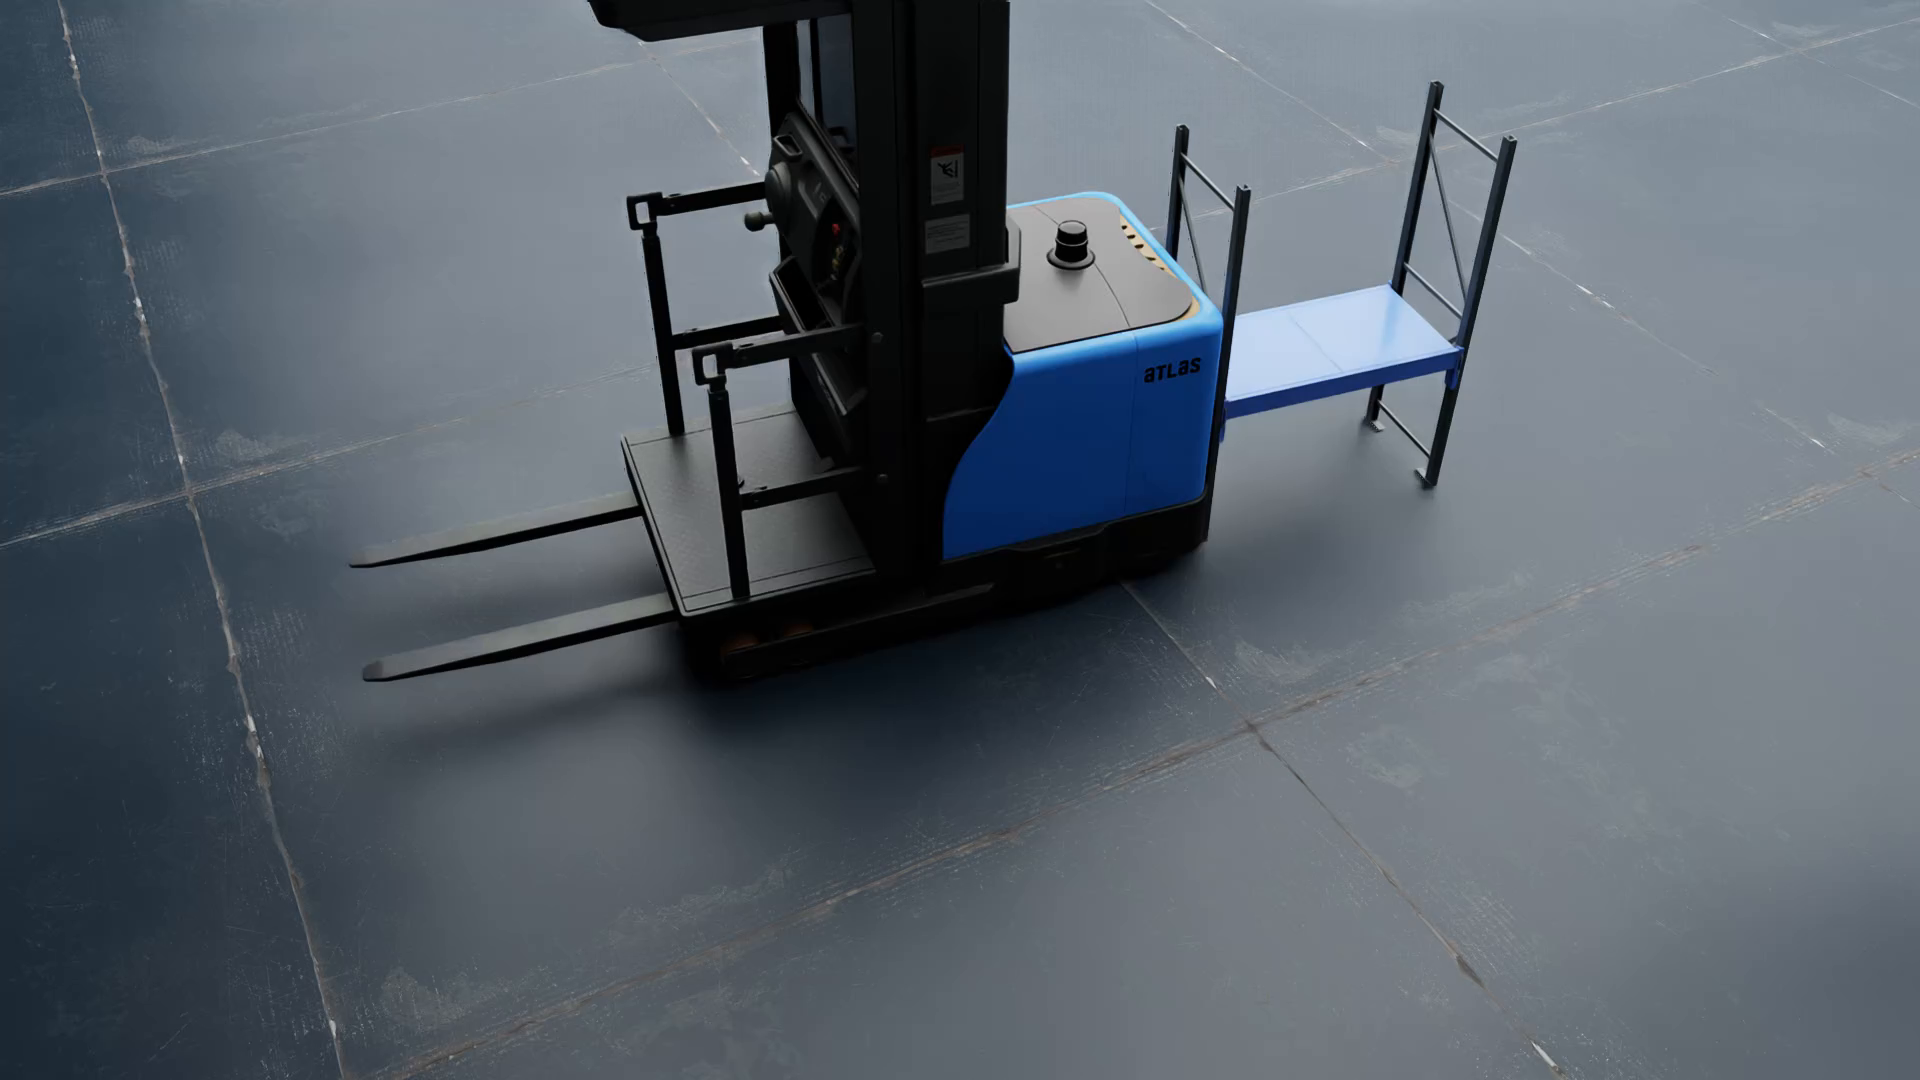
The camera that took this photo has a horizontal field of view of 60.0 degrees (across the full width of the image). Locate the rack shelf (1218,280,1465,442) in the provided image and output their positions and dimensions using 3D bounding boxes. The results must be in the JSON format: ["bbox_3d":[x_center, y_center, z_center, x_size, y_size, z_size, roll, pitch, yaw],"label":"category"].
[{"bbox_3d":[1.327,-0.692,6.316,1.000,0.185,0.538,-13,42,-15],"label":"rack shelf"}]

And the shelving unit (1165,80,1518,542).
[{"bbox_3d":[1.327,-0.829,6.199,1.048,1.500,0.538,-13,42,-15],"label":"shelving unit"}]

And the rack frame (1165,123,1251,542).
[{"bbox_3d":[0.849,-0.717,6.067,0.032,1.500,0.500,-13,42,-15],"label":"rack frame"}]

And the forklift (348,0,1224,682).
[{"bbox_3d":[-0.659,-1.021,5.318,3.031,2.935,1.130,-13,42,-15],"label":"forklift"}]

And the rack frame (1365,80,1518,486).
[{"bbox_3d":[1.804,-0.941,6.332,0.032,1.500,0.500,-13,42,-15],"label":"rack frame"}]
